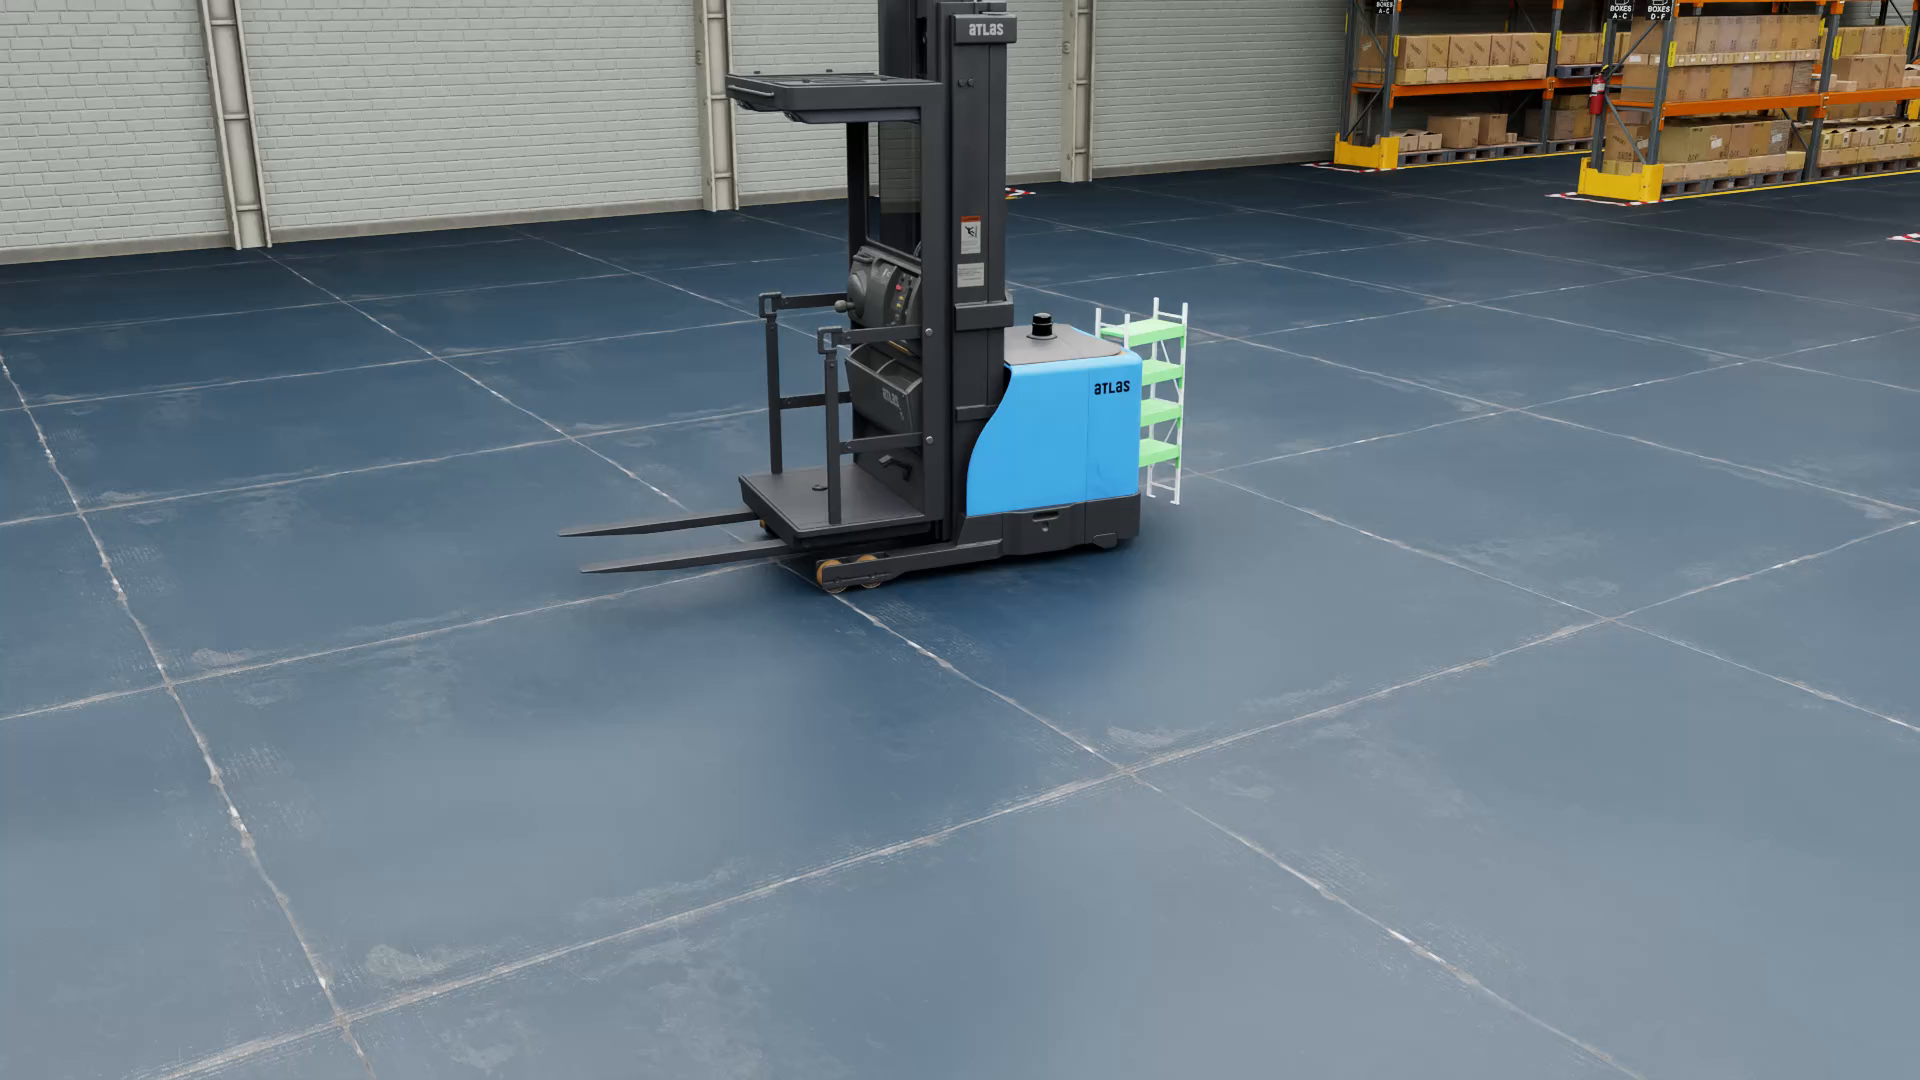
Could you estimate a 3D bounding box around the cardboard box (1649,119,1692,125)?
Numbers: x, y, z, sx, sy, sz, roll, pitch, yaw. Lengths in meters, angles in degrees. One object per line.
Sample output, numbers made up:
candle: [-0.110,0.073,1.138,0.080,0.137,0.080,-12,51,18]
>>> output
cardboard box: [10.523,-5.932,24.575,0.500,0.500,0.500,-12,22,-31]

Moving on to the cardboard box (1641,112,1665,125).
cardboard box: [12.793,-7.943,31.274,0.500,0.500,0.700,-12,22,-31]

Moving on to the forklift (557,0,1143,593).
forklift: [-0.580,-1.309,8.542,3.031,2.935,1.130,-8,20,-22]

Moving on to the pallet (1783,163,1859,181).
pallet: [13.346,-5.850,26.220,1.213,0.211,1.003,-12,22,-31]

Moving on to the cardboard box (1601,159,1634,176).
cardboard box: [9.697,-5.396,24.161,0.500,0.250,0.500,-12,22,-31]

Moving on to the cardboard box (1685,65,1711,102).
cardboard box: [10.245,-6.546,23.769,0.500,0.500,0.700,-11,22,-30]

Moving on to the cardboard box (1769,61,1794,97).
cardboard box: [11.948,-6.904,24.827,0.500,0.500,0.700,-12,22,-32]

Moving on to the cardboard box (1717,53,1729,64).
cardboard box: [10.719,-6.875,23.728,0.250,0.149,0.380,-13,23,-33]

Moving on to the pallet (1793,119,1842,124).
pallet: [17.384,-8.557,34.225,1.213,0.211,1.003,-12,22,-31]

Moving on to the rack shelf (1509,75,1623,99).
rack shelf: [11.695,-8.367,30.433,4.000,0.370,1.077,-12,22,-31]

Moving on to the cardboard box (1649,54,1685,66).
cardboard box: [9.858,-6.693,23.189,0.250,0.149,0.380,-12,22,-32]

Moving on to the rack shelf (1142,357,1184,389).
rack shelf: [1.032,-0.923,9.552,0.480,0.148,0.258,-16,25,-39]

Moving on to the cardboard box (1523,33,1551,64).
cardboard box: [9.800,-8.483,28.686,0.500,0.500,0.500,-12,22,-32]

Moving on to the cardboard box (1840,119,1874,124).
cardboard box: [14.633,-6.700,27.141,0.500,0.311,0.500,-13,22,-33]

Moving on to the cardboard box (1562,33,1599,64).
cardboard box: [10.939,-8.788,29.713,0.500,0.500,0.700,-9,21,-26]

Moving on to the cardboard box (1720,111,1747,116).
cardboard box: [14.787,-8.488,32.368,0.750,0.750,0.750,-12,22,-32]

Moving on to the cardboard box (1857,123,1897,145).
cardboard box: [14.518,-6.470,26.462,0.500,0.311,0.500,-11,22,-30]

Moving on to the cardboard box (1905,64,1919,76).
cardboard box: [15.765,-7.641,27.302,0.500,0.311,0.500,-10,21,-28]

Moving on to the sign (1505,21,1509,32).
sign: [9.717,-9.052,29.528,0.005,0.325,0.100,-12,22,-31]

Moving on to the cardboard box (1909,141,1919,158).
cardboard box: [15.359,-6.382,27.077,0.500,0.250,0.500,-12,22,-32]

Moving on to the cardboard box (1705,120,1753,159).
cardboard box: [11.236,-5.877,24.410,0.500,0.500,0.500,-12,22,-31]

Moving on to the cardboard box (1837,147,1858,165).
cardboard box: [13.653,-6.022,26.011,0.500,0.250,0.500,-11,22,-30]

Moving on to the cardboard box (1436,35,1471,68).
cardboard box: [8.101,-8.122,27.617,0.500,0.500,0.500,-13,22,-33]

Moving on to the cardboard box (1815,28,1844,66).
cardboard box: [17.168,-9.998,33.666,0.700,0.700,0.980,-12,22,-31]

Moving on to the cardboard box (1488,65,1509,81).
cardboard box: [8.964,-7.951,28.283,0.500,0.250,0.500,-12,22,-32]

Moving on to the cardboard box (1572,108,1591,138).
cardboard box: [11.034,-7.618,30.311,0.500,0.500,0.700,-12,22,-32]

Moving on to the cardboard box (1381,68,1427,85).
cardboard box: [7.266,-7.590,27.216,0.500,0.250,0.500,-13,22,-33]

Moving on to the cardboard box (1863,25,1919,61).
cardboard box: [19.626,-10.519,35.206,0.700,0.700,0.980,-11,21,-29]

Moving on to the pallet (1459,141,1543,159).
pallet: [9.483,-6.907,29.345,1.213,0.211,1.003,-12,22,-31]

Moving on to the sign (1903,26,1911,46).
sign: [15.787,-8.390,27.694,0.005,0.325,0.100,-12,22,-31]

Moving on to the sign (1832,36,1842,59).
sign: [13.059,-7.330,24.769,0.005,0.325,0.100,-12,22,-31]

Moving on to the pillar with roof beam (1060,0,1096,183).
pillar with roof beam: [4.150,-8.639,20.748,0.400,9.000,9.100,-12,22,-31]

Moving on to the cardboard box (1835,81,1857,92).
cardboard box: [13.605,-7.013,25.699,0.250,0.149,0.380,-12,22,-31]

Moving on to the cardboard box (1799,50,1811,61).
cardboard box: [12.435,-7.238,24.800,0.250,0.149,0.380,-12,22,-33]

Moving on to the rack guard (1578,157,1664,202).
rack guard: [9.392,-5.138,23.662,0.348,0.500,1.175,-12,22,-31]

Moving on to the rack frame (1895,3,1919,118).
rack frame: [16.093,-7.736,27.443,0.127,3.000,1.000,-12,22,-31]

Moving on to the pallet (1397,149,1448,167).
pallet: [7.445,-6.477,28.073,1.213,0.211,1.003,-12,22,-31]

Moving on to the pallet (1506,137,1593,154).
pallet: [10.674,-7.172,30.129,1.213,0.211,1.003,-12,22,-31]

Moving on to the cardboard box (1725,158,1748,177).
cardboard box: [11.236,-5.522,24.531,0.500,0.250,0.500,-12,22,-31]

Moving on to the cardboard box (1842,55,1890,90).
cardboard box: [14.261,-7.390,26.265,0.500,0.500,0.500,-12,22,-31]

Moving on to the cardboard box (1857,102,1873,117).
cardboard box: [18.680,-9.157,34.894,0.500,0.500,0.700,-13,22,-33]

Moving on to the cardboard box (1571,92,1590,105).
cardboard box: [11.429,-8.040,30.389,0.500,0.250,0.500,-13,22,-33]

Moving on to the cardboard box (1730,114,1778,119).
cardboard box: [12.193,-6.285,25.618,0.500,0.500,0.500,-12,22,-31]

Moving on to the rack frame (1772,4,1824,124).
rack frame: [16.706,-9.765,33.444,0.127,3.000,1.000,-12,22,-31]

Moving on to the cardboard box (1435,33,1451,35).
cardboard box: [8.237,-8.351,28.296,0.500,0.500,0.500,-12,22,-31]

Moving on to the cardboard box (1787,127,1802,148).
cardboard box: [12.933,-6.341,26.080,0.500,0.311,0.500,-12,22,-31]

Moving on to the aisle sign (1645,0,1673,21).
aisle sign: [9.525,-7.465,22.582,0.004,0.787,0.394,-12,22,-31]

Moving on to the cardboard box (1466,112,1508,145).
cardboard box: [9.180,-7.186,29.033,0.500,0.500,0.500,-14,23,-35]

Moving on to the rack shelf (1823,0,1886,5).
rack shelf: [18.377,-11.197,34.121,4.000,0.370,1.077,-12,22,-31]

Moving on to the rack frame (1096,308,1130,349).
rack frame: [0.851,-0.704,9.453,0.015,1.200,0.240,-16,25,-39]

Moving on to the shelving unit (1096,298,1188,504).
shelving unit: [1.032,-0.756,9.608,0.503,1.200,0.258,-16,25,-39]

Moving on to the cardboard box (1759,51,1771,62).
cardboard box: [11.582,-7.057,24.267,0.250,0.149,0.380,-11,22,-30]

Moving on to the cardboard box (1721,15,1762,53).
cardboard box: [11.128,-7.348,24.114,0.500,0.500,0.700,-12,22,-31]
